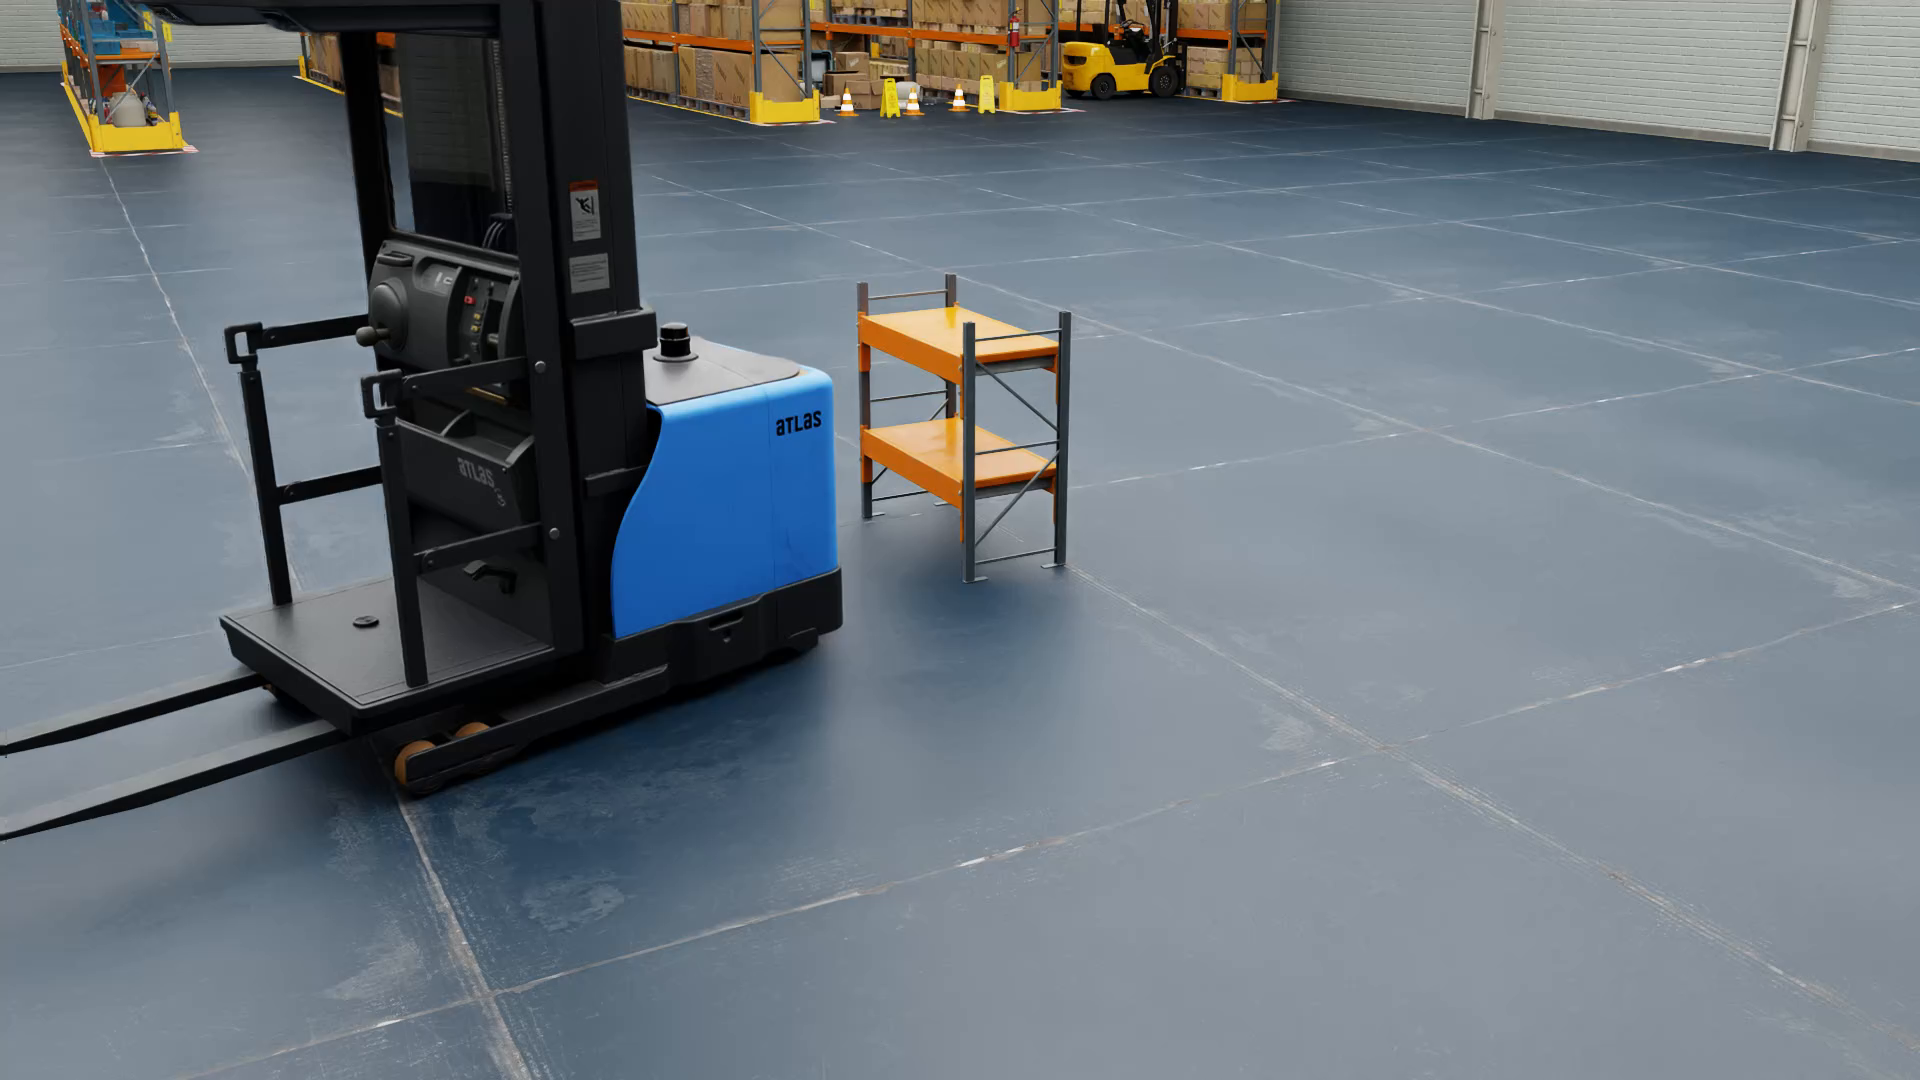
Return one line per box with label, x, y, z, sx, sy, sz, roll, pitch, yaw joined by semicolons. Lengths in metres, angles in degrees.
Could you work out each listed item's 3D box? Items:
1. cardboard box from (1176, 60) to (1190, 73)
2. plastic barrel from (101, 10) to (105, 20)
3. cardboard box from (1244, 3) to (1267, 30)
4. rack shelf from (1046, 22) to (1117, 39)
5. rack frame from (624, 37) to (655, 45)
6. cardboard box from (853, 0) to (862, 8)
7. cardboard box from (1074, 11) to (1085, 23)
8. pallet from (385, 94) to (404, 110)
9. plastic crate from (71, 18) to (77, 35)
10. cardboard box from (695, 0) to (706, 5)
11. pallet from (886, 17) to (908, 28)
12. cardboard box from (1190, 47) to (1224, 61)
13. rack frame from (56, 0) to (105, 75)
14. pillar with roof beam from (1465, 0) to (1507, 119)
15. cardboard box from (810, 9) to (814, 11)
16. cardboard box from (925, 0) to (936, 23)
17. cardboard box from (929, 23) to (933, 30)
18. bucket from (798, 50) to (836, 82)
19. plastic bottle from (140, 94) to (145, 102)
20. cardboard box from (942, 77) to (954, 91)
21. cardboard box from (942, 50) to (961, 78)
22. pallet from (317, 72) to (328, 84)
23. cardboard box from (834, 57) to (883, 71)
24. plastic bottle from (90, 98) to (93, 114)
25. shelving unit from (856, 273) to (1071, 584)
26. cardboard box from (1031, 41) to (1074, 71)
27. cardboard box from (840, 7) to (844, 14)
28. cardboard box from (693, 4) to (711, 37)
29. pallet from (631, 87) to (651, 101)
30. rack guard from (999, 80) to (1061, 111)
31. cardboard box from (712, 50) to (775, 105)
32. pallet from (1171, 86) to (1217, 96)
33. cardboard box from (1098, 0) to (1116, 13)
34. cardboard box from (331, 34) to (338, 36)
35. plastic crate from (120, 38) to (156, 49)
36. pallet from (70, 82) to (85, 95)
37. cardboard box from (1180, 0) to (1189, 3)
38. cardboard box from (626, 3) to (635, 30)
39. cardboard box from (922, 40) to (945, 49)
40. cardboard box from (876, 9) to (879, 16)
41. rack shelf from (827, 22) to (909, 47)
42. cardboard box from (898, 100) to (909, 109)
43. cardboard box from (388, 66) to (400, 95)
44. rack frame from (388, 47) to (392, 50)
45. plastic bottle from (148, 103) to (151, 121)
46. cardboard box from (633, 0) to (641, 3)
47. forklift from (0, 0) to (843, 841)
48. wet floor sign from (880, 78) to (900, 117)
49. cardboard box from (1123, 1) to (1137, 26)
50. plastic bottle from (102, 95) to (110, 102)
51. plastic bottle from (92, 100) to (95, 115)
cardboard box;4.695;-9.622;33.723;0.500;0.250;0.500;-11;22;-28
plastic barrel;-14.876;-9.120;29.292;0.421;0.512;0.421;0;19;0
cardboard box;5.703;-10.338;32.838;0.500;0.500;0.500;-9;21;-25
rack shelf;2.844;-11.487;37.427;1.077;0.370;4.000;-10;21;-27
rack frame;-6.780;-10.836;34.436;1.000;3.000;0.127;-10;21;-27
cardboard box;-1.950;-11.553;35.261;0.500;0.500;0.500;-10;21;-26
cardboard box;2.872;-11.577;36.814;0.500;0.250;0.500;-10;21;-26
pallet;-10.248;-8.204;31.084;1.003;0.211;1.213;-10;21;-27
plastic crate;-14.450;-8.442;27.523;0.392;0.384;0.575;-10;21;-27
cardboard box;-4.237;-9.842;29.669;0.875;0.550;0.550;-10;21;-27
pallet;-0.807;-10.635;34.147;1.003;0.211;1.213;-10;21;-27
cardboard box;4.953;-9.706;33.200;0.500;0.250;0.500;-10;21;-26
rack frame;-19.351;-11.626;36.725;1.000;3.000;0.127;-10;21;-27
pillar with roof beam;5.217;-10.891;25.399;9.100;9.000;0.400;-10;21;-27
cardboard box;-3.172;-12.043;37.399;0.500;0.250;0.500;-11;22;-28
cardboard box;-0.350;-10.361;32.451;0.500;0.500;0.500;-10;21;-27
cardboard box;-0.386;-10.089;32.655;0.380;0.149;0.250;-10;21;-27
bucket;-2.787;-9.177;32.316;0.726;0.611;0.620;-3;9;-8
plastic bottle;-13.002;-6.942;26.537;0.144;0.351;0.185;-11;22;-29
cardboard box;-0.012;-8.868;32.303;0.500;0.250;0.500;-10;22;-27
cardboard box;-0.021;-9.225;32.188;0.500;0.500;0.500;-9;21;-24
pallet;-13.968;-10.508;37.760;1.003;0.211;1.213;-10;21;-27
cardboard box;-2.212;-10.424;36.627;0.950;0.372;0.625;-12;22;-30
plastic bottle;-13.887;-6.940;26.654;0.097;0.271;0.097;0;19;0
shelving unit;-0.003;-0.534;7.454;0.538;1.125;1.048;-10;21;-27
cardboard box;2.179;-11.296;38.767;0.875;0.625;0.625;-9;21;-25
cardboard box;-2.376;-11.503;36.110;0.380;0.149;0.250;-11;22;-30
cardboard box;-4.261;-9.327;29.833;0.875;0.550;0.550;-10;21;-27
pallet;-5.897;-8.930;33.187;1.003;0.211;1.213;-10;21;-27
rack guard;1.291;-8.175;30.557;1.175;0.500;0.348;-10;21;-27
cardboard box;-3.781;-8.170;29.324;0.875;0.875;0.875;-10;22;-28
pallet;4.718;-9.350;34.404;1.003;0.211;1.213;-10;21;-27
cardboard box;3.336;-11.520;35.882;0.500;0.250;0.500;-10;22;-28
cardboard box;-13.336;-10.641;36.484;0.875;0.875;0.875;-10;21;-27
plastic crate;-12.659;-7.630;25.548;0.530;0.136;0.437;-10;21;-27
pallet;-17.835;-9.365;34.447;1.003;0.211;1.213;-10;21;-27
cardboard box;4.652;-10.880;33.414;0.380;0.149;0.250;-10;21;-26
cardboard box;-6.322;-10.422;33.083;0.500;0.500;0.500;-10;21;-27
cardboard box;-0.523;-9.787;32.823;0.380;0.149;0.250;-10;21;-26
cardboard box;-1.531;-10.963;34.546;0.380;0.149;0.250;-10;21;-27
rack shelf;-1.522;-10.718;35.195;1.077;0.370;4.000;-10;21;-27
cardboard box;-1.073;-8.051;30.735;0.380;0.149;0.250;1;19;2
cardboard box;-10.308;-8.615;31.157;0.700;0.500;0.500;-8;21;-22
rack frame;-11.193;-10.097;32.293;1.000;3.000;0.127;-10;21;-27
plastic bottle;-12.503;-6.618;25.721;0.097;0.271;0.097;0;19;0
cardboard box;-6.089;-10.934;33.032;0.700;0.500;0.500;-10;22;-27
forklift;-1.859;-0.767;5.361;3.031;2.935;1.130;-18;26;-42
wet floor sign;-1.225;-7.725;29.029;0.267;0.644;0.232;-14;24;-36
cardboard box;3.775;-11.133;35.143;0.500;0.500;0.500;-11;22;-28
plastic bottle;-13.508;-6.863;26.310;0.144;0.351;0.185;-10;21;-27
plastic bottle;-13.343;-6.665;25.734;0.144;0.351;0.185;-10;21;-27
